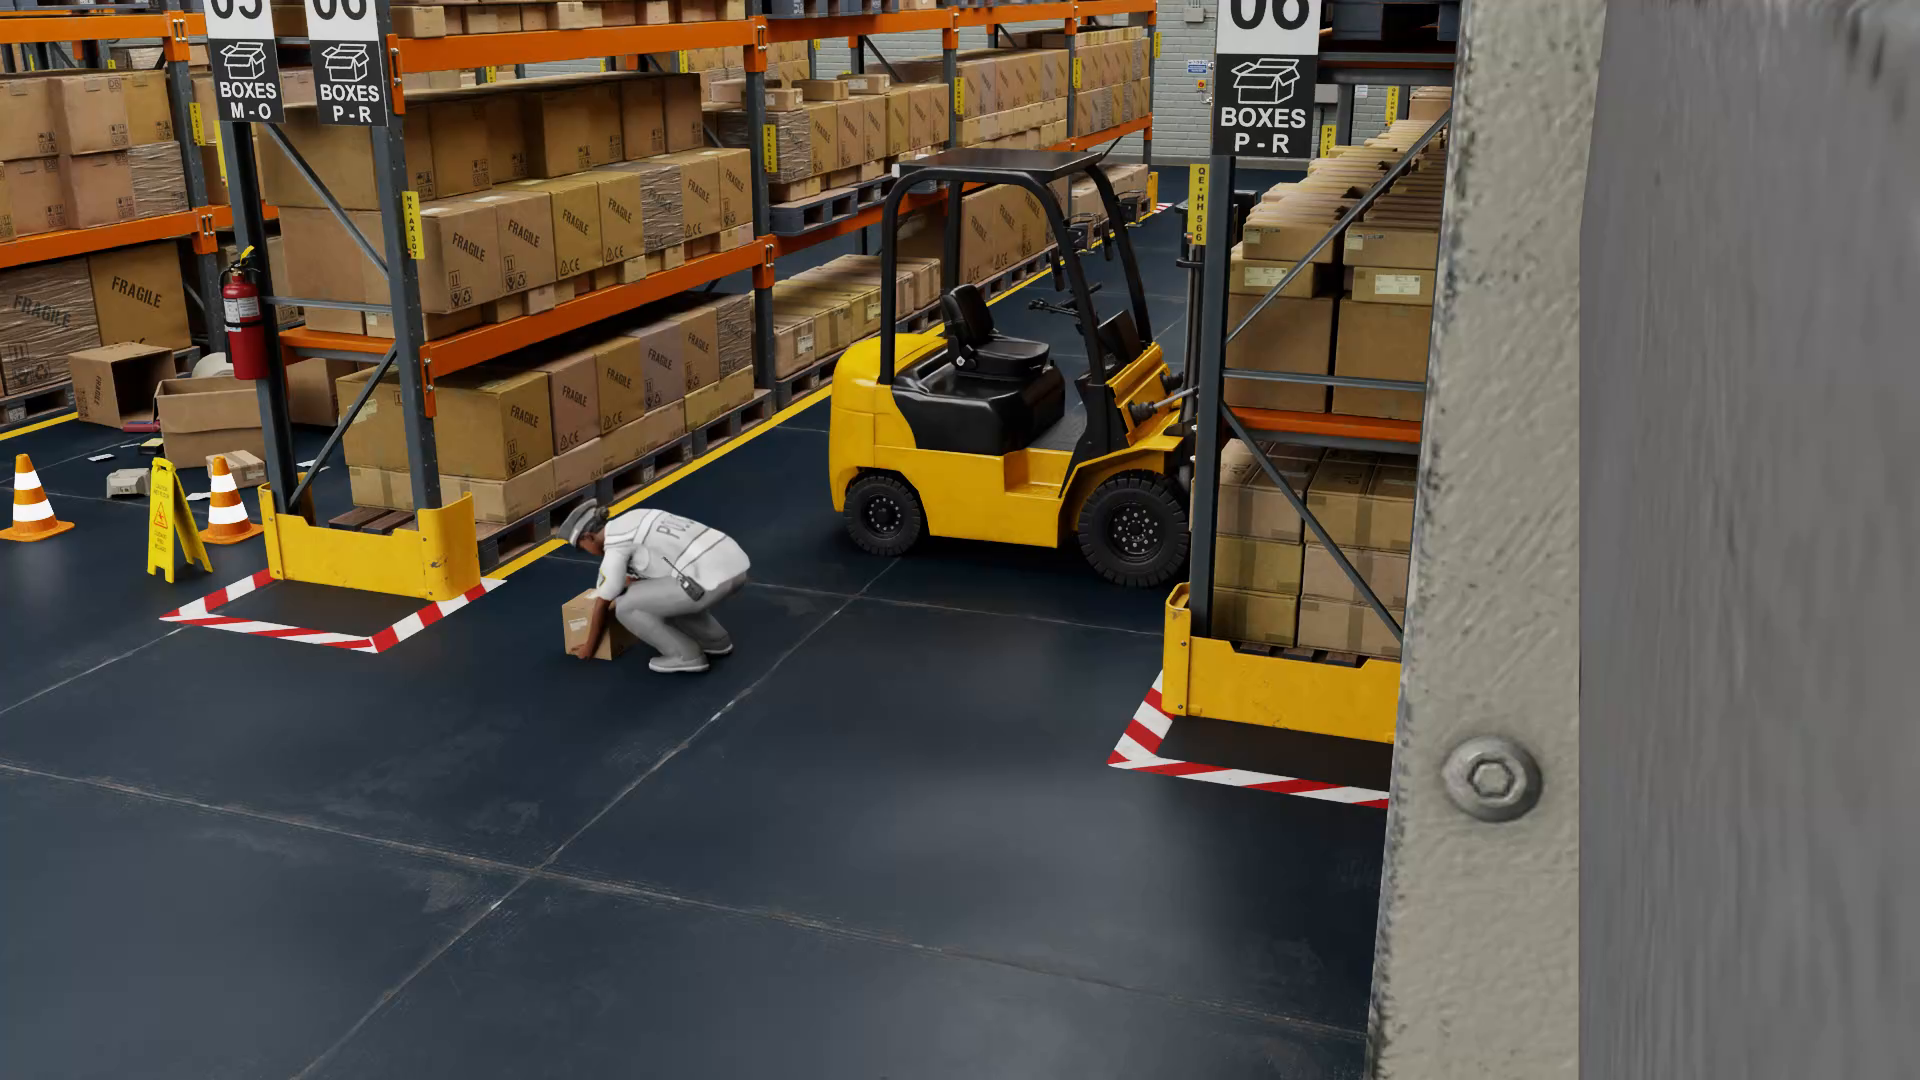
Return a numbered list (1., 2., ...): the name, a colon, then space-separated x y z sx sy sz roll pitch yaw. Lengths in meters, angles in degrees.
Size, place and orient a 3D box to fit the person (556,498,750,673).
1. person: -1.444 0.214 7.857 0.911 0.807 0.464 6 20 17
